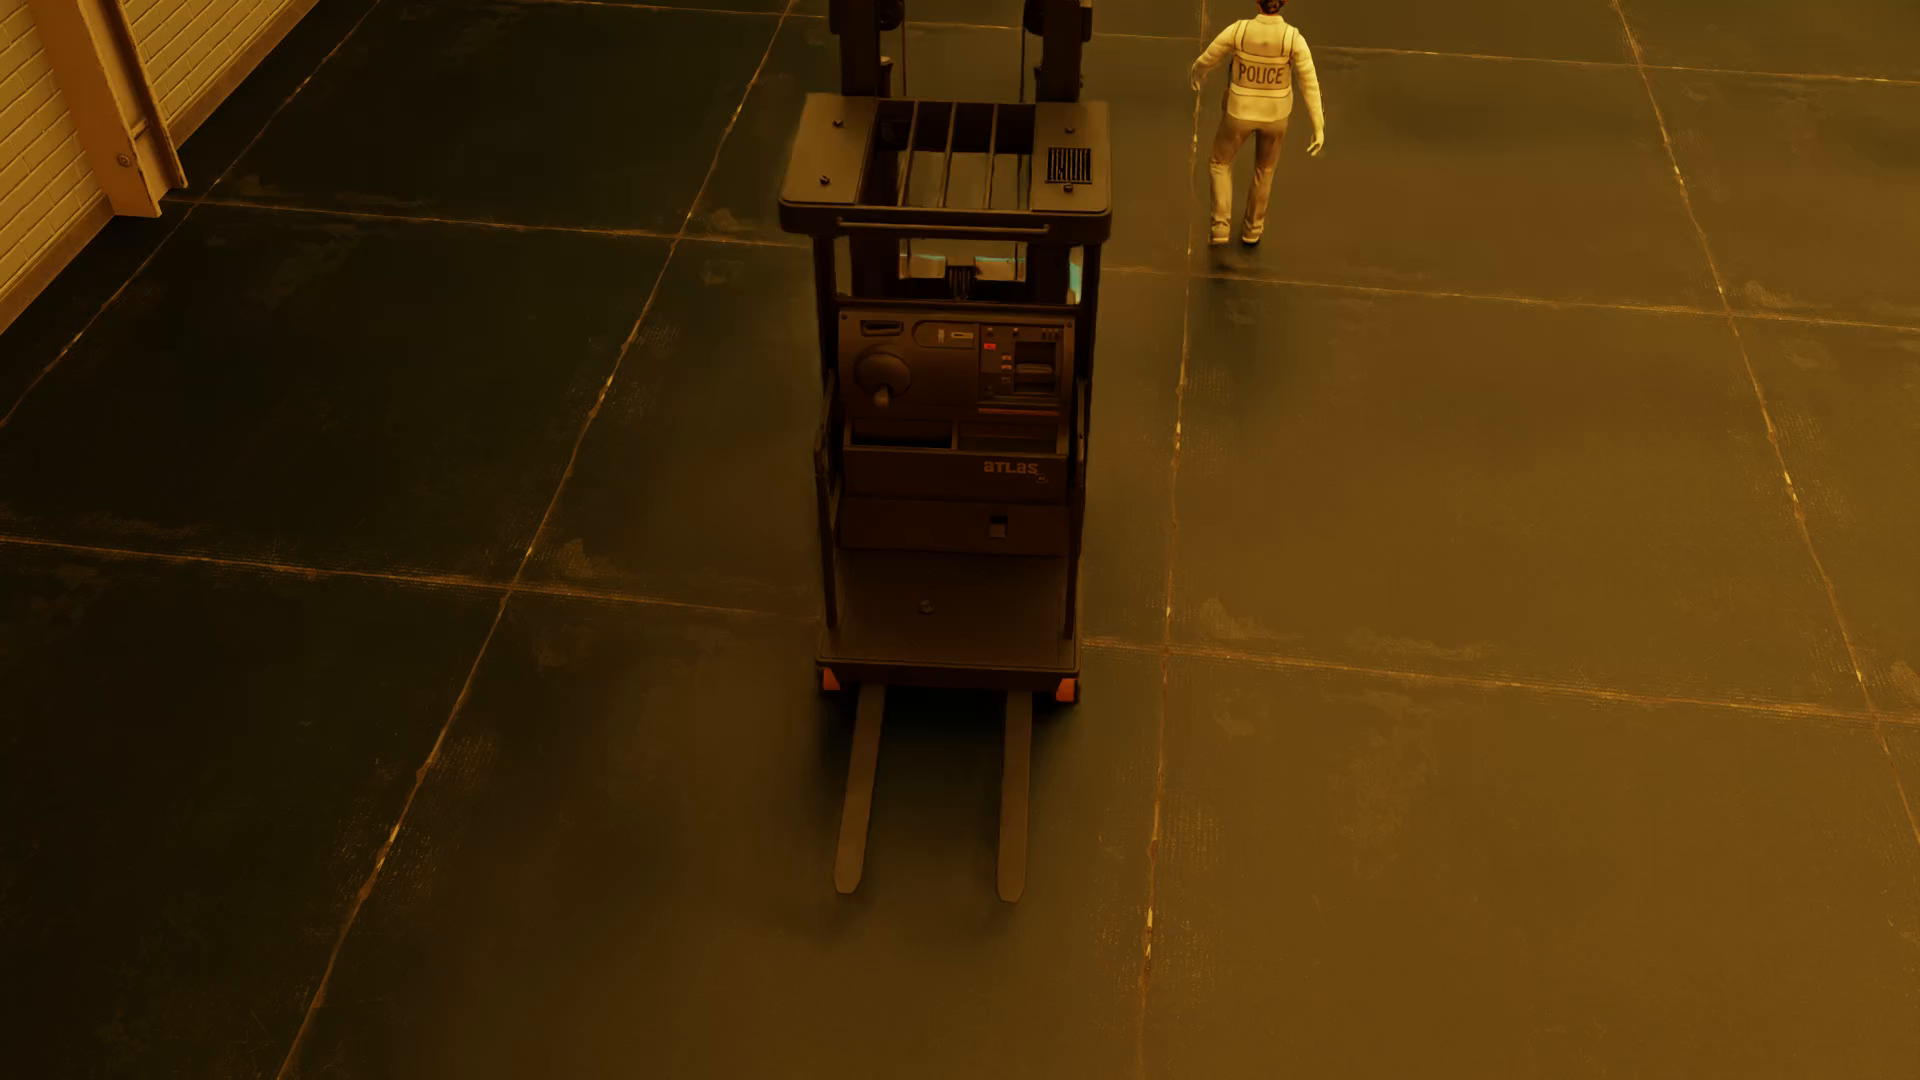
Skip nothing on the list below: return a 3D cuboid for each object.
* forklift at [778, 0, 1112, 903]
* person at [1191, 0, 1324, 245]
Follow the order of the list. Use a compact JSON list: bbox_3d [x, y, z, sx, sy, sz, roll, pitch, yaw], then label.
[{"bbox_3d":[-0.027,-0.619,6.398,1.130,2.935,3.031,2,43,3],"label":"forklift"},{"bbox_3d":[1.643,-2.352,9.238,0.753,1.652,0.608,5,43,6],"label":"person"}]
